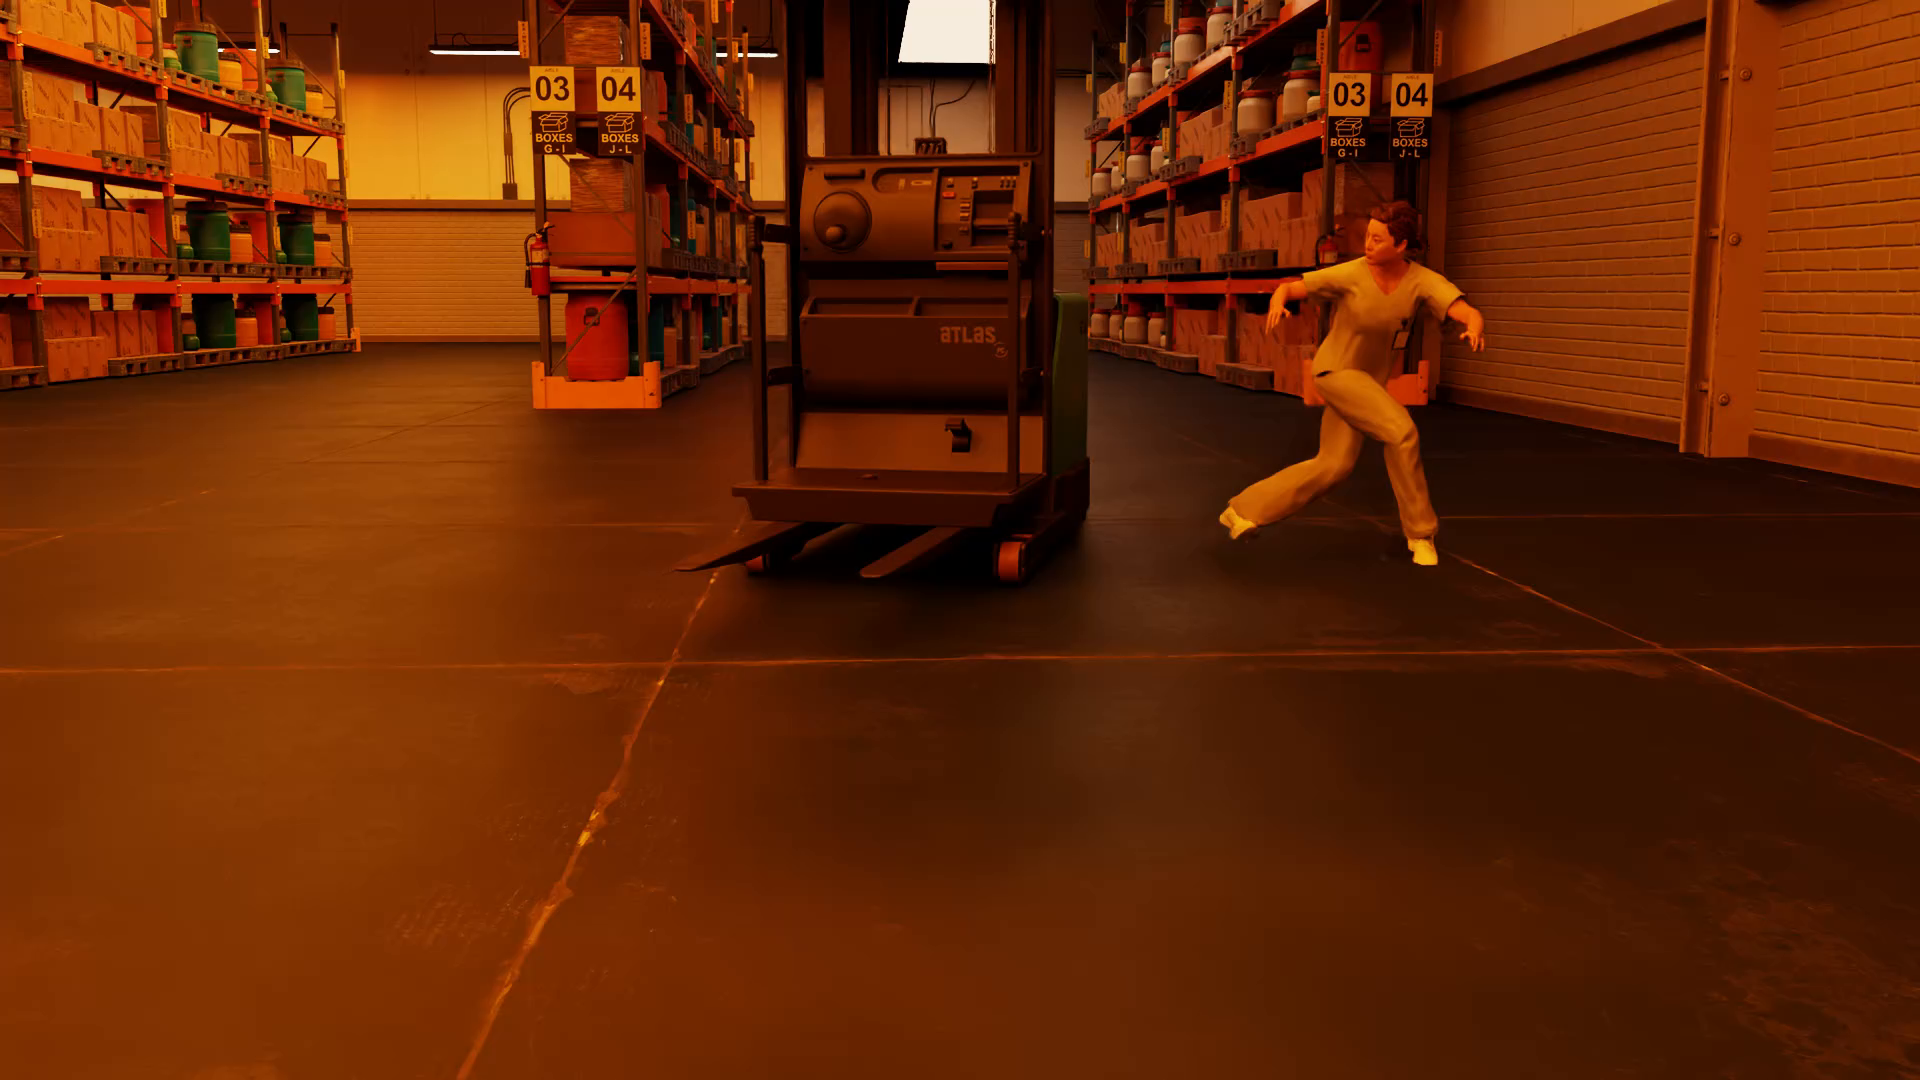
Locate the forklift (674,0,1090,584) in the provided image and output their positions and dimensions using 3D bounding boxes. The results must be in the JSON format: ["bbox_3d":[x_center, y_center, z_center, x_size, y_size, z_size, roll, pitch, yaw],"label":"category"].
[{"bbox_3d":[-0.224,-1.345,6.391,1.130,2.935,3.031,2,9,13],"label":"forklift"}]

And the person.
[{"bbox_3d":[1.585,-0.616,6.682,0.827,1.462,1.040,-4,10,-27],"label":"person"}]
